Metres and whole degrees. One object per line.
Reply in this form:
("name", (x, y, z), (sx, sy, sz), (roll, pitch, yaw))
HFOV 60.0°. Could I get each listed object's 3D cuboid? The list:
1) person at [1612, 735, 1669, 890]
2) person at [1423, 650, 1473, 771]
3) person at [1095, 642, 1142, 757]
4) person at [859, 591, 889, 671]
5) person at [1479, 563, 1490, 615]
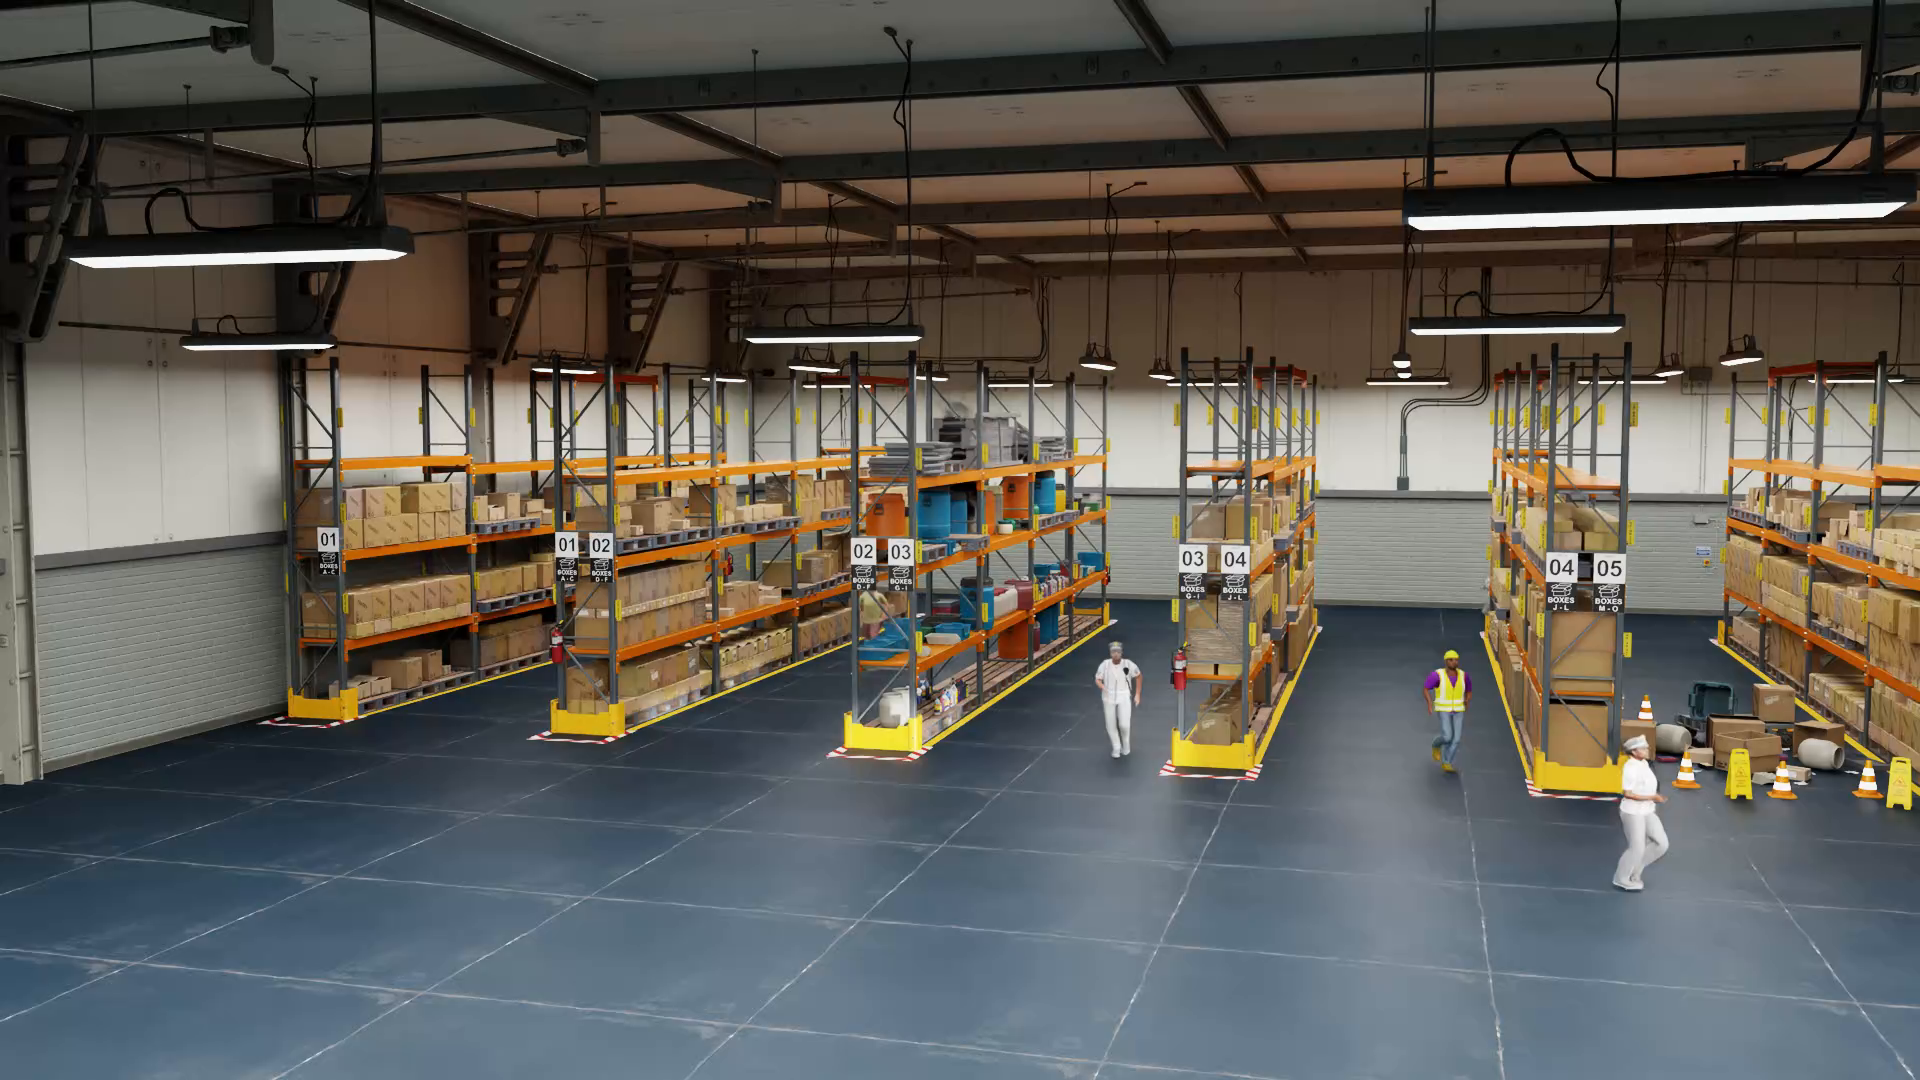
("person", (7.202, 2.880, 17.502), (0.561, 1.681, 0.599), (-4, 6, -42))
("person", (6.942, 2.416, 23.560), (0.685, 1.714, 0.577), (0, 4, -2))
("person", (2.317, 2.346, 24.423), (0.676, 1.730, 0.701), (1, 4, 12))
("person", (-1.663, 1.578, 31.368), (0.600, 1.689, 0.765), (1, 4, 8))
("person", (12.476, 1.336, 39.086), (0.526, 1.614, 0.640), (1, 4, 11))
